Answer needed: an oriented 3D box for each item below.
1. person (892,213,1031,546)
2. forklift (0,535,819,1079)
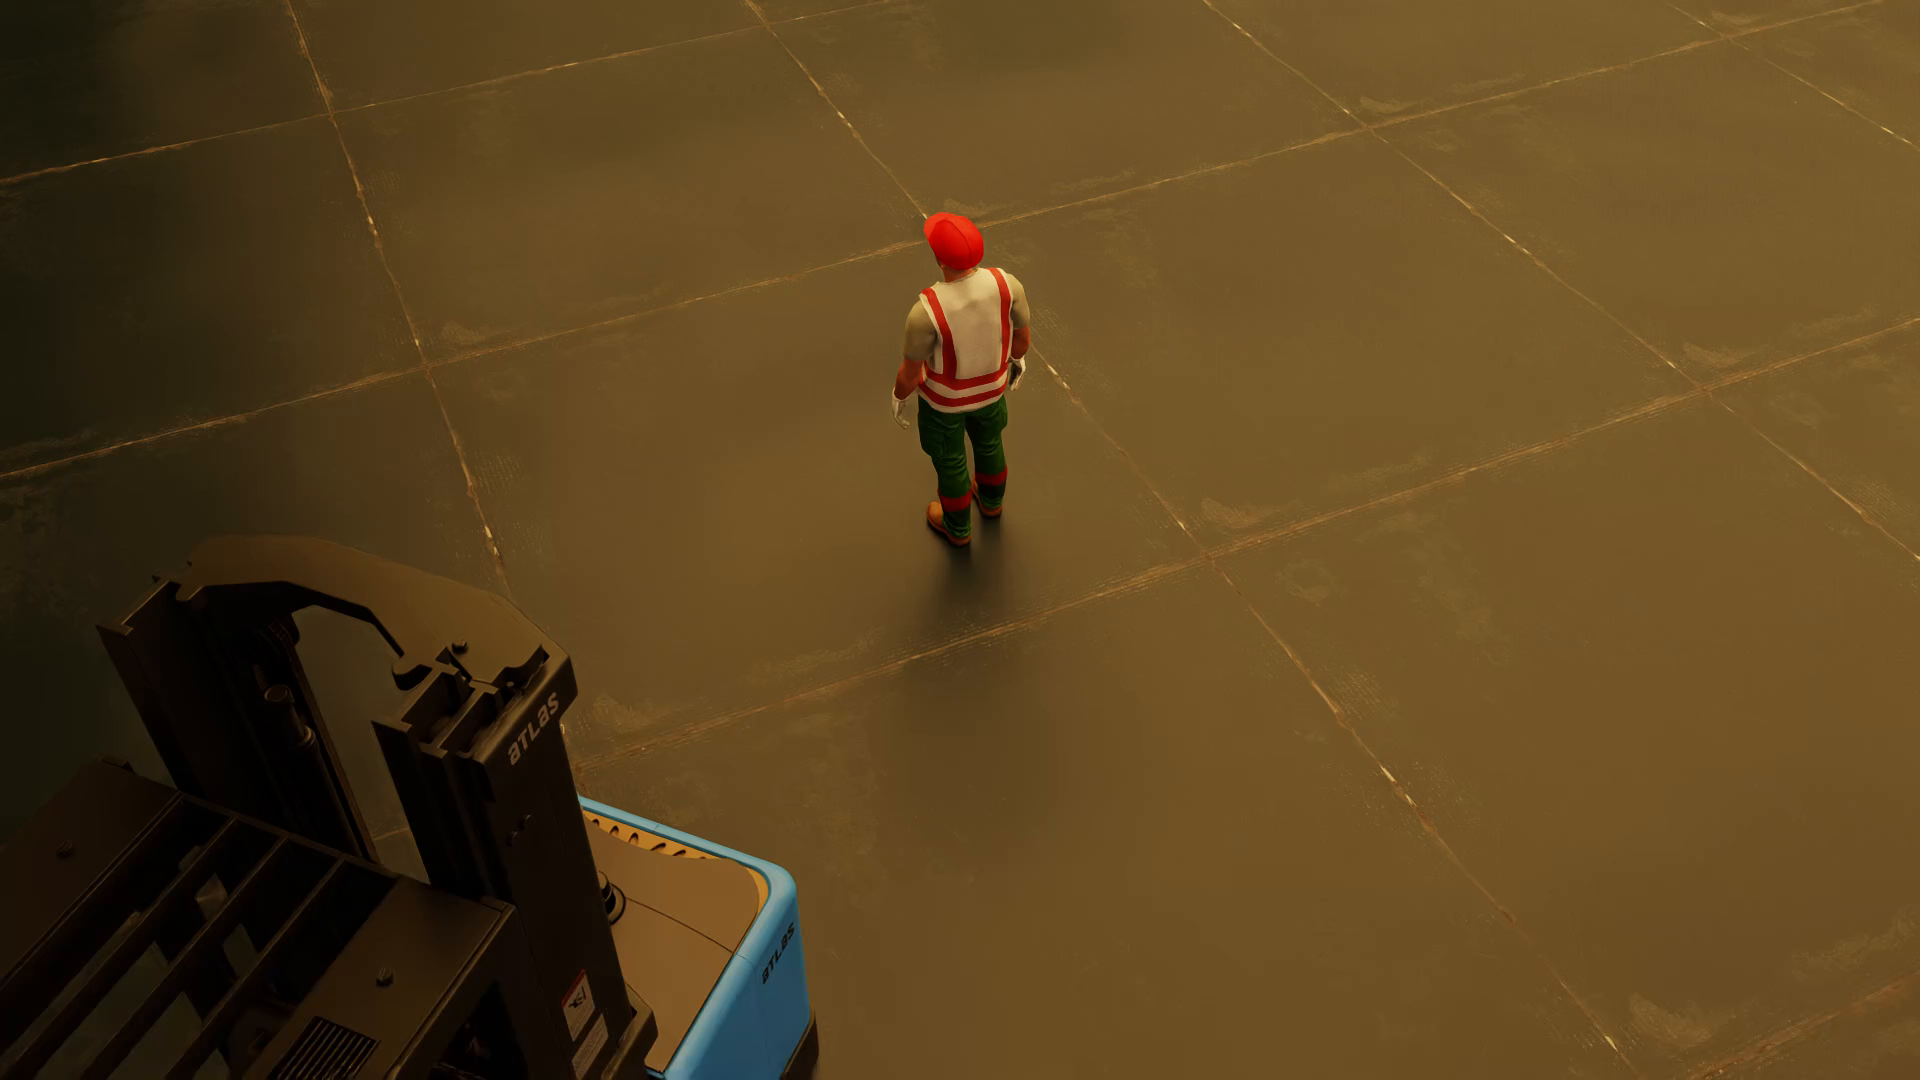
[{"bbox_3d":[-0.023,-0.712,7.270,0.638,1.787,0.564,-18,46,-18],"label":"person"},{"bbox_3d":[-1.520,1.549,4.021,1.130,2.935,3.031,16,45,16],"label":"forklift"}]
